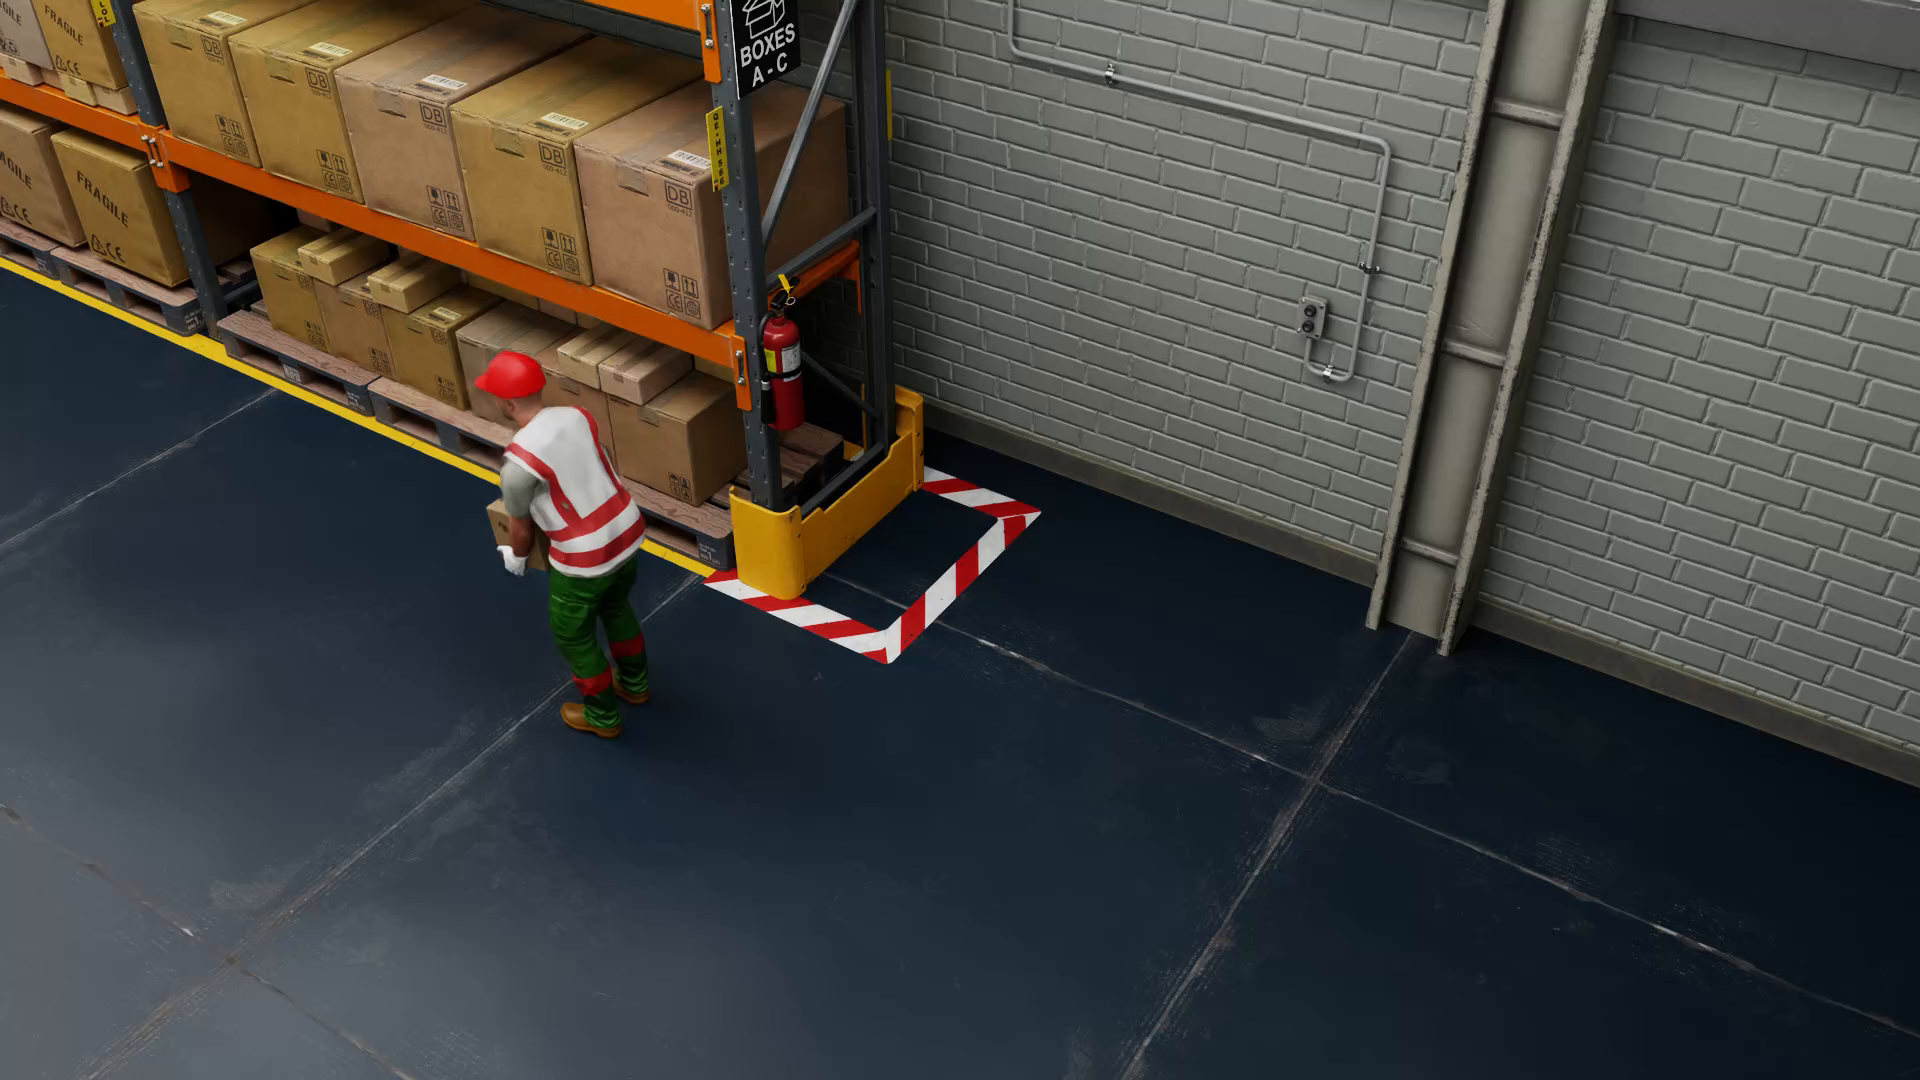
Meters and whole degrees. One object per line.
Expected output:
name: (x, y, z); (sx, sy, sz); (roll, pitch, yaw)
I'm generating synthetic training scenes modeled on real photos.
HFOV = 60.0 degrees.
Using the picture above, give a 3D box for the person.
person: (-1.563, 0.030, 6.672); (0.598, 1.726, 0.481); (21, 43, 24)
